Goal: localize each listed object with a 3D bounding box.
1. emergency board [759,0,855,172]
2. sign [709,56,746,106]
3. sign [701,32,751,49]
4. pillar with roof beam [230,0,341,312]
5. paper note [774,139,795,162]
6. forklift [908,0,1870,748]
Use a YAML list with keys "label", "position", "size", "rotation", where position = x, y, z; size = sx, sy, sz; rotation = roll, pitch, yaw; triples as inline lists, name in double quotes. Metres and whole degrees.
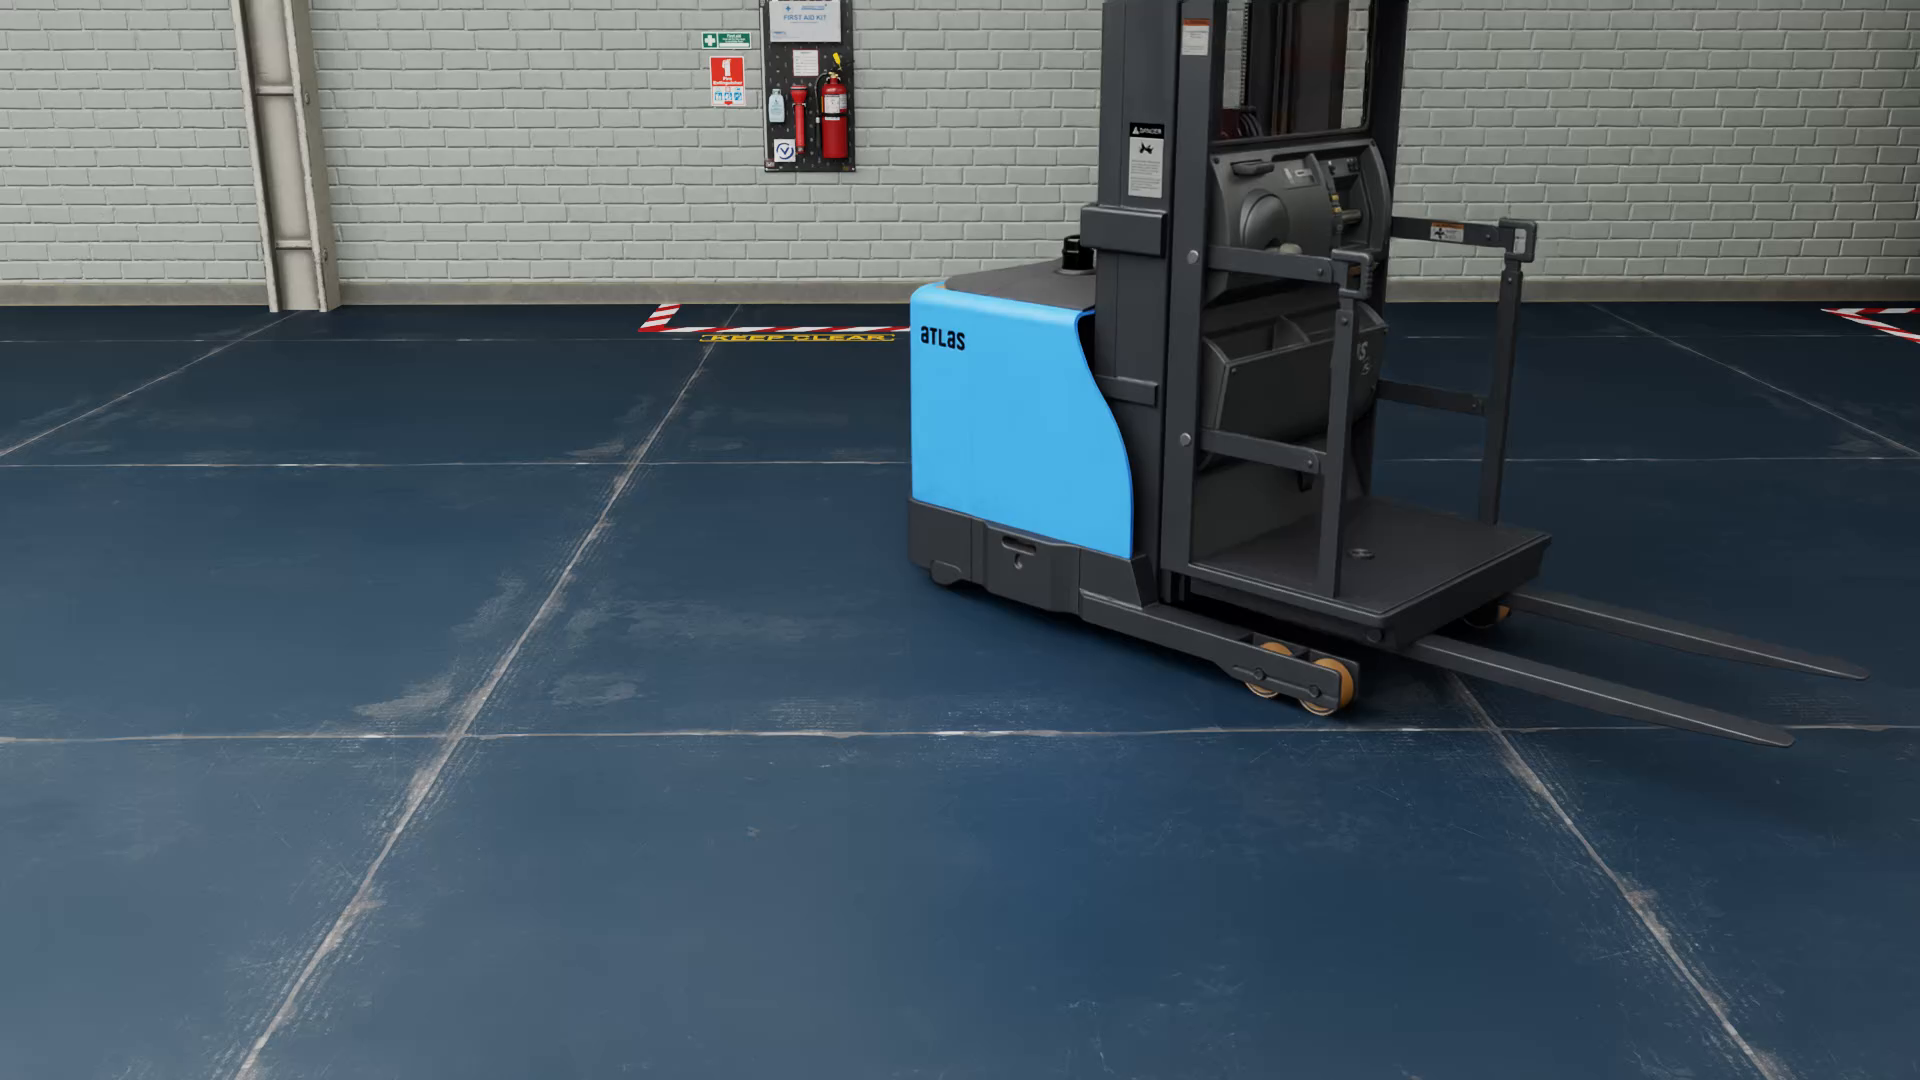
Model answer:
- label: "emergency board"
  position: [-1.025, -3.073, 11.216]
  size: [0.643, 1.169, 0.194]
  rotation: [0, 18, -1]
- label: "sign"
  position: [-1.579, -3.119, 11.300]
  size: [0.234, 0.329, 0.001]
  rotation: [0, 18, -1]
- label: "sign"
  position: [-1.575, -3.368, 11.211]
  size: [0.331, 0.109, 0.001]
  rotation: [0, 18, -1]
- label: "pillar with roof beam"
  position: [-4.485, -4.586, 6.111]
  size: [0.400, 9.000, 9.100]
  rotation: [0, 18, -1]
- label: "paper note"
  position: [-1.203, -2.674, 11.413]
  size: [0.142, 0.148, 0.016]
  rotation: [0, 18, -1]
- label: "forklift"
  position: [1.224, -1.055, 5.038]
  size: [3.031, 2.935, 1.130]
  rotation: [16, 24, 41]
